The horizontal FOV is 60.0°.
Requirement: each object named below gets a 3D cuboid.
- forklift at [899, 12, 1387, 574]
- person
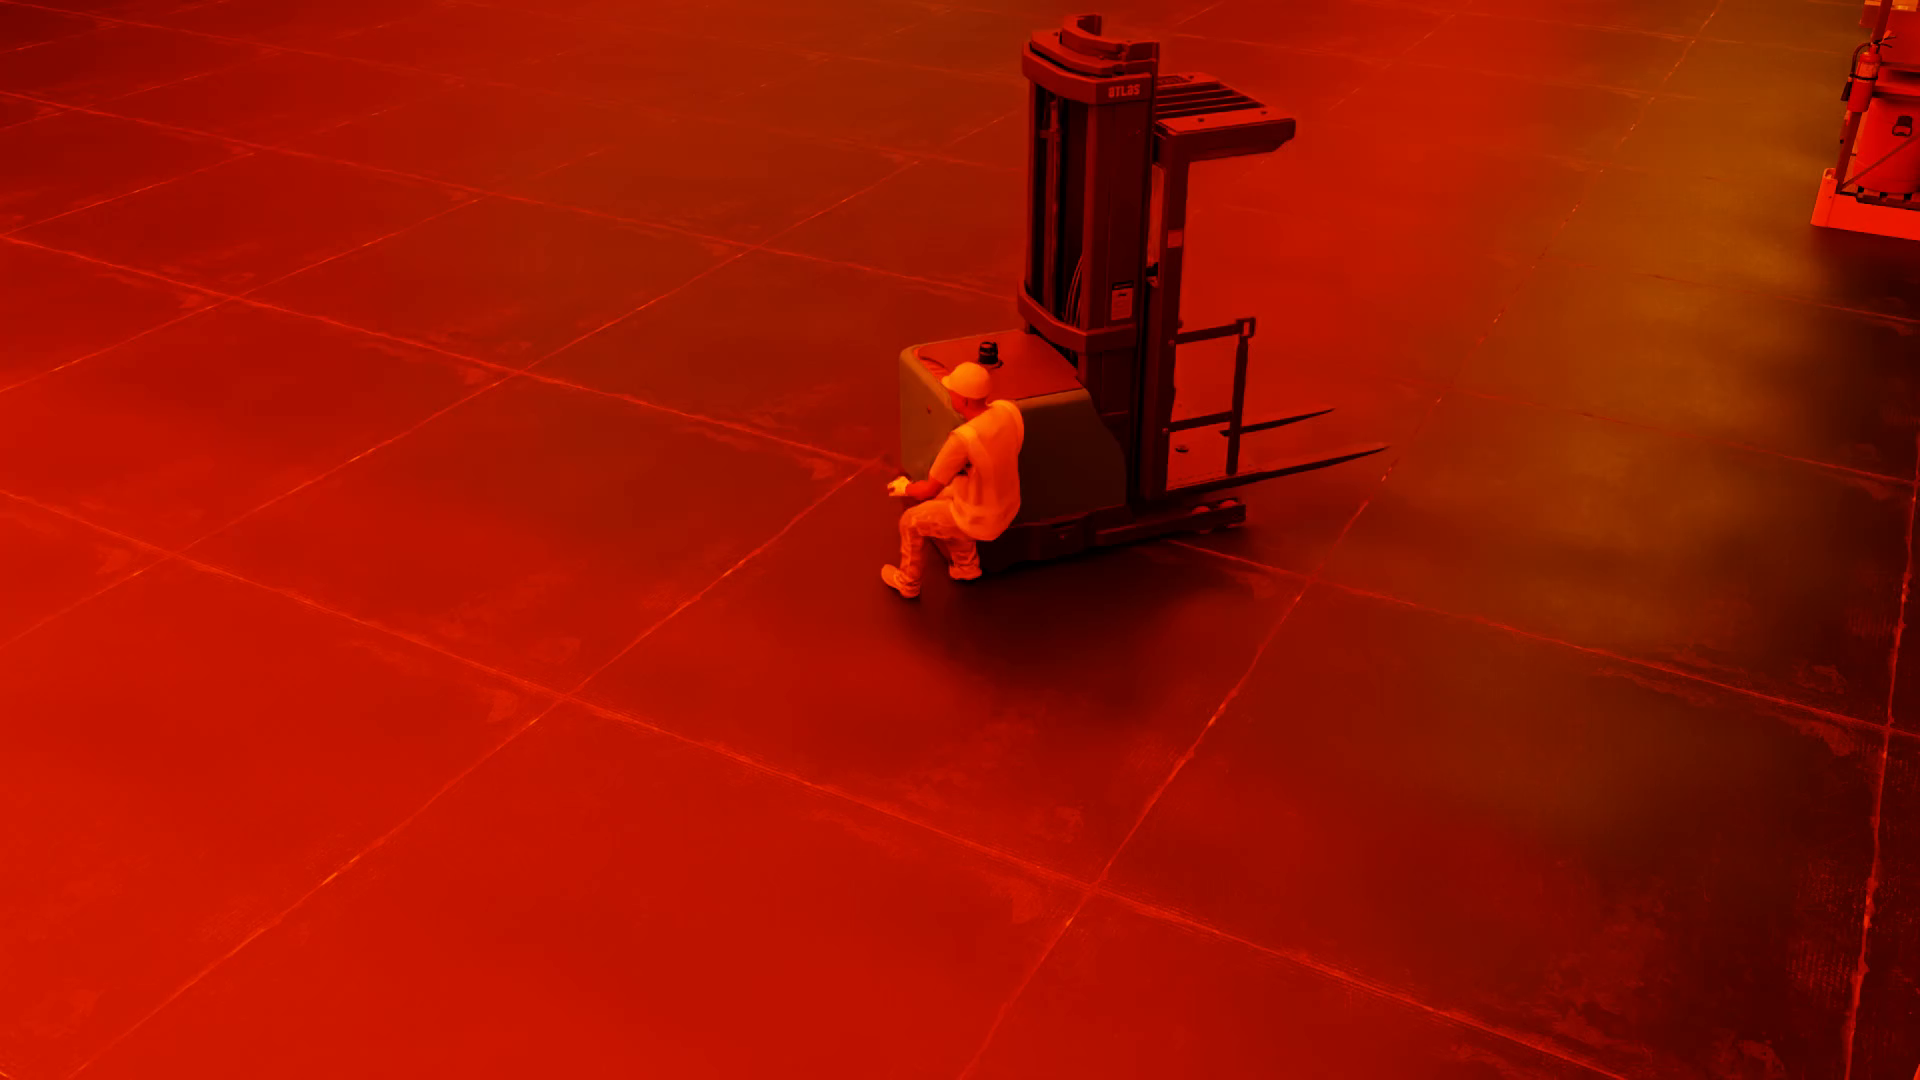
[{"bbox_3d":[1.196,-1.538,9.736,3.031,2.935,1.130,-12,32,-19],"label":"forklift"},{"bbox_3d":[-0.104,-0.291,9.015,0.880,1.558,0.841,16,33,25],"label":"person"}]
